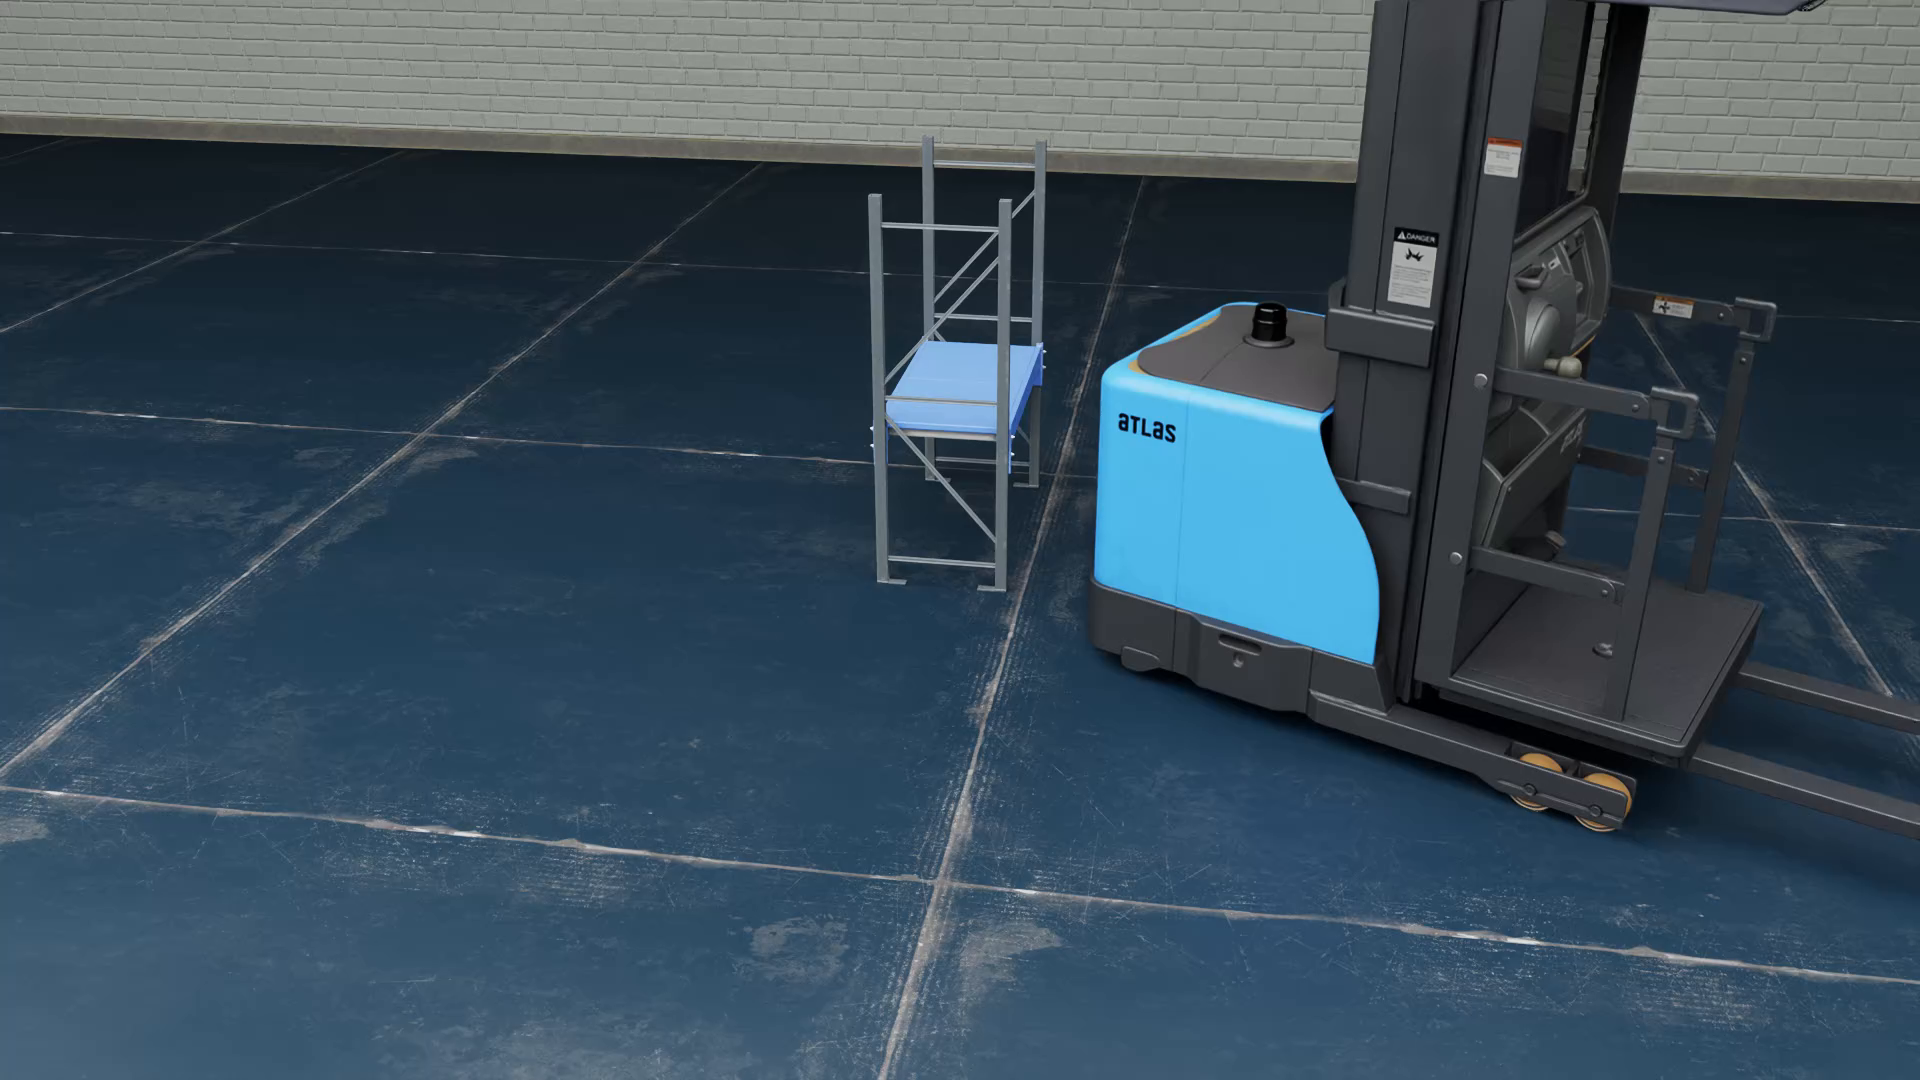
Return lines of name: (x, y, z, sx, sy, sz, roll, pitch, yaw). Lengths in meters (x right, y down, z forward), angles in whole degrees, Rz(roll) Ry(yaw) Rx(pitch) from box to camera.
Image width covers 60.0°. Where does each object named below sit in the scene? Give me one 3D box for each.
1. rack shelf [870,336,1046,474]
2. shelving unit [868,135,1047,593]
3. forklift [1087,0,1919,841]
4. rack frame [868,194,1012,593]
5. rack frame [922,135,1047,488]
rack shelf: (0.014, -0.552, 6.585, 0.538, 0.185, 1.000, 4, 25, 9)
shelving unit: (0.014, -0.715, 6.508, 0.538, 1.500, 1.048, 4, 25, 9)
forklift: (1.948, -0.723, 4.838, 3.031, 2.935, 1.130, 16, 30, 31)
rack frame: (-0.069, -0.502, 6.054, 0.500, 1.500, 0.032, 4, 25, 9)
rack frame: (0.097, -0.928, 6.962, 0.500, 1.500, 0.032, 4, 25, 9)
